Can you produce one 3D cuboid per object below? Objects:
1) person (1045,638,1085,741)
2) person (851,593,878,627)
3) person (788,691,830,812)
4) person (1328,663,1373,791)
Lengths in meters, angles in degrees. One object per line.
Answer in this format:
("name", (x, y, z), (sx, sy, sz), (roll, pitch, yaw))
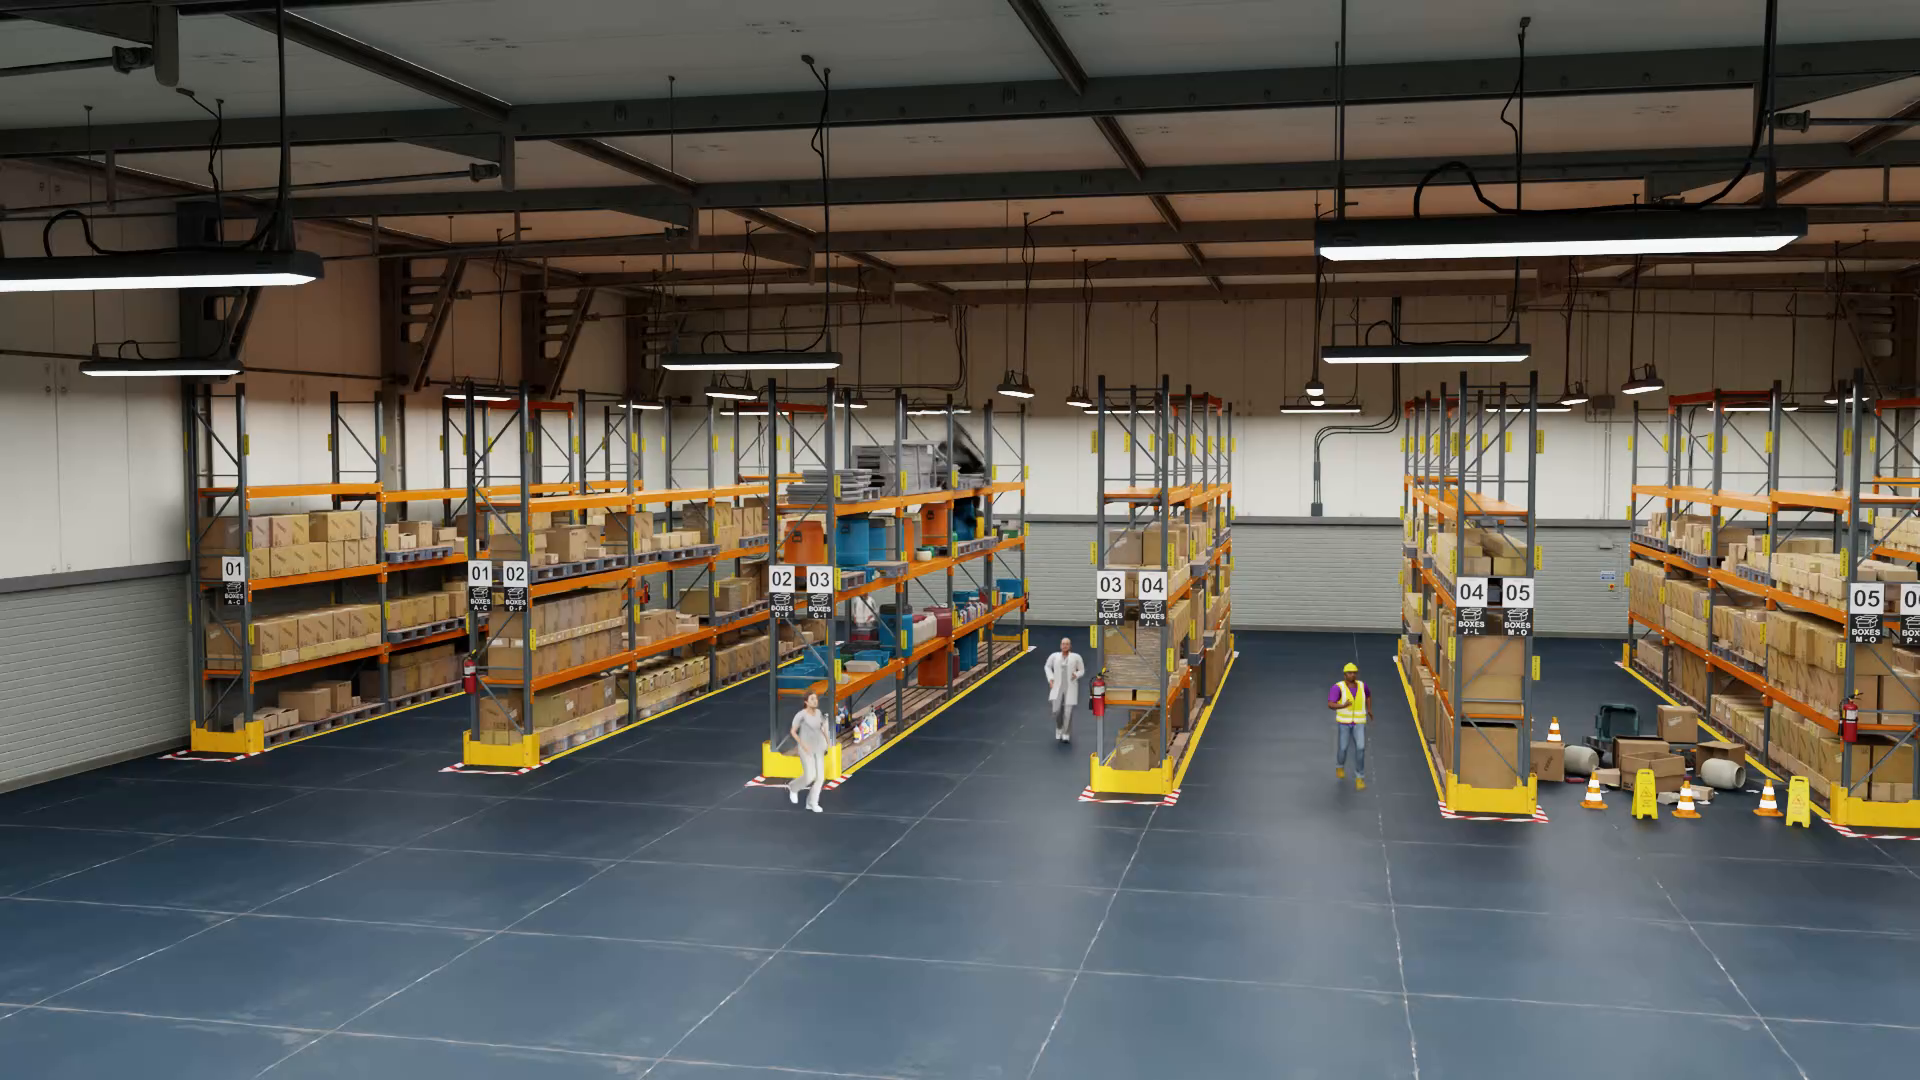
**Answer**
("person", (1.744, 2.526, 27.936), (0.694, 1.744, 0.642), (0, 3, 8))
("person", (-2.263, 1.918, 39.299), (0.636, 1.711, 0.592), (0, 3, 1))
("person", (-2.080, 2.882, 22.846), (0.586, 1.646, 0.616), (-3, 5, -44))
("person", (5.736, 2.704, 24.420), (0.683, 1.802, 0.883), (0, 3, 2))
